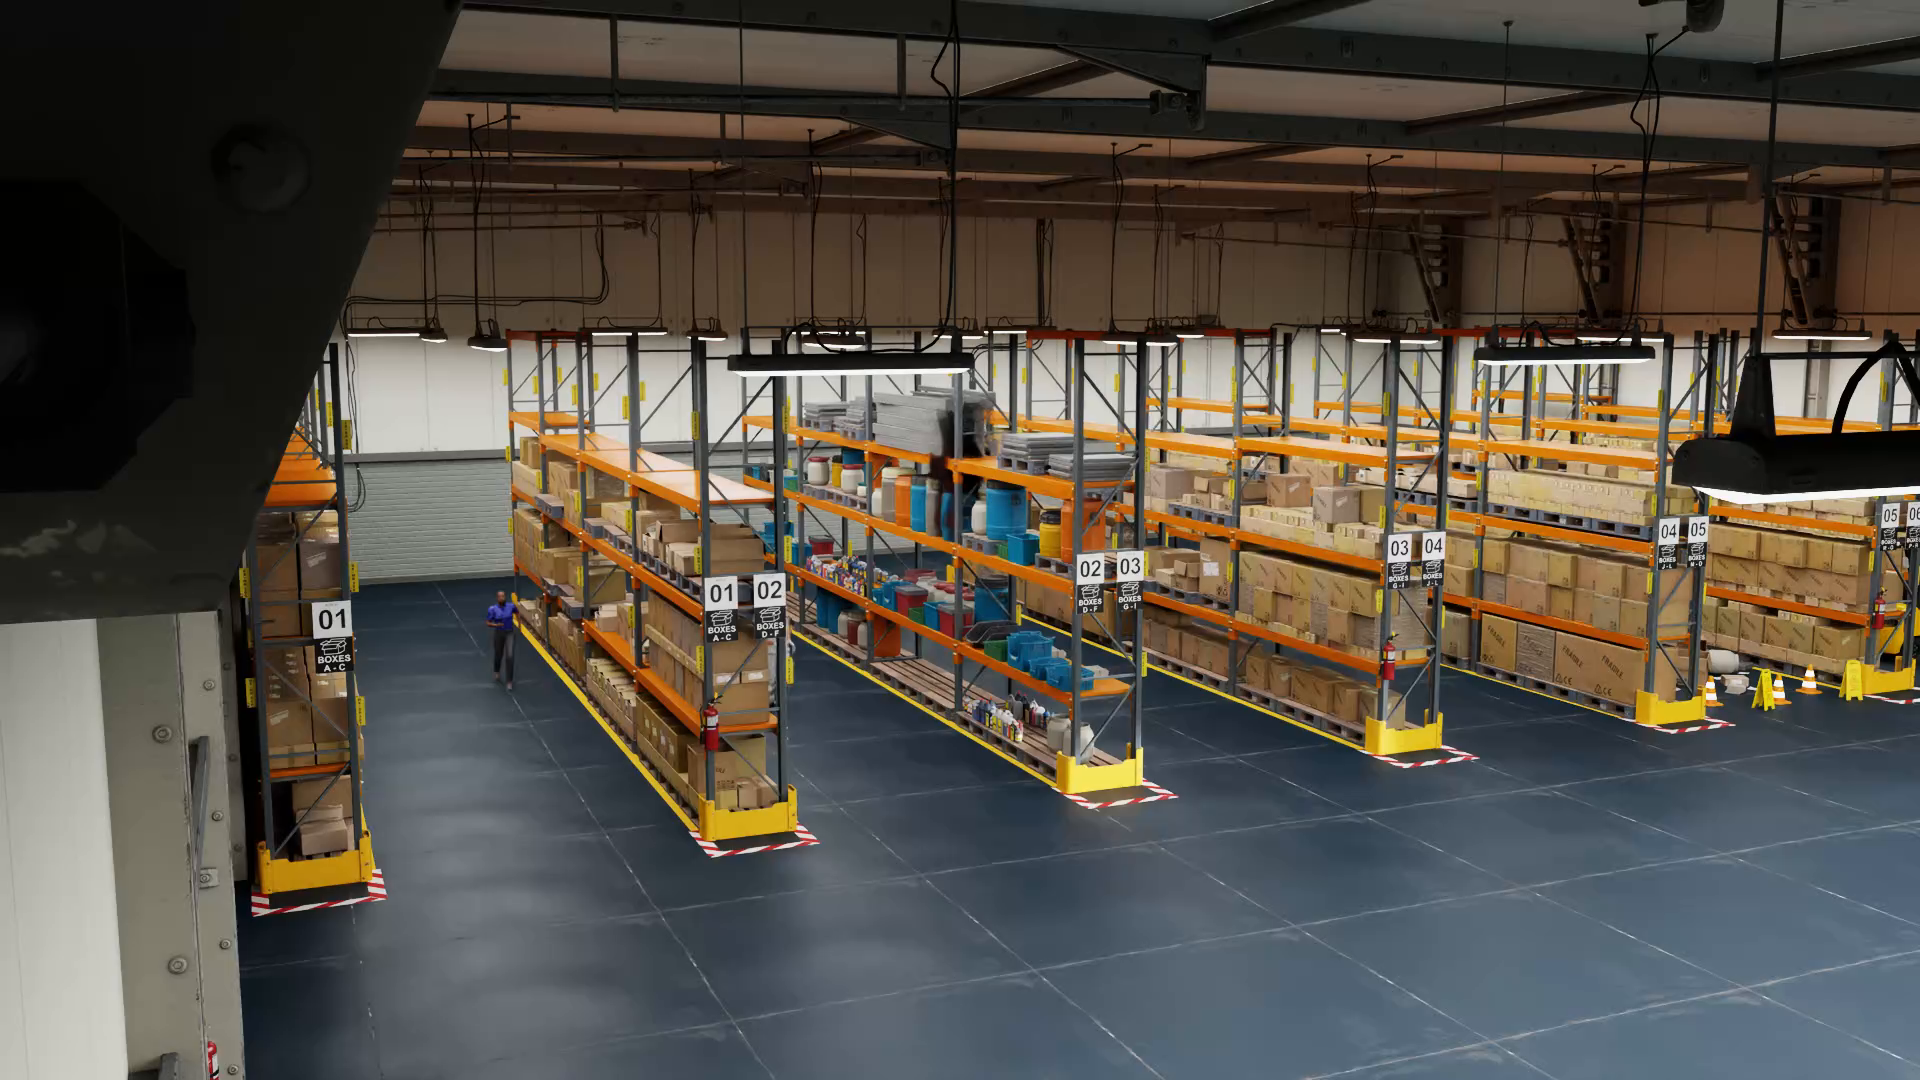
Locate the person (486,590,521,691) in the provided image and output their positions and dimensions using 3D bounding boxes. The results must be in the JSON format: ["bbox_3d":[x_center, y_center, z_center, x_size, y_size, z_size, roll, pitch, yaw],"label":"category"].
[{"bbox_3d":[-7.769,1.673,28.330,0.573,1.698,0.898,-2,8,-16],"label":"person"}]

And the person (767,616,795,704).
[{"bbox_3d":[-2.903,1.824,26.695,0.643,1.766,0.776,-4,9,-27],"label":"person"}]
